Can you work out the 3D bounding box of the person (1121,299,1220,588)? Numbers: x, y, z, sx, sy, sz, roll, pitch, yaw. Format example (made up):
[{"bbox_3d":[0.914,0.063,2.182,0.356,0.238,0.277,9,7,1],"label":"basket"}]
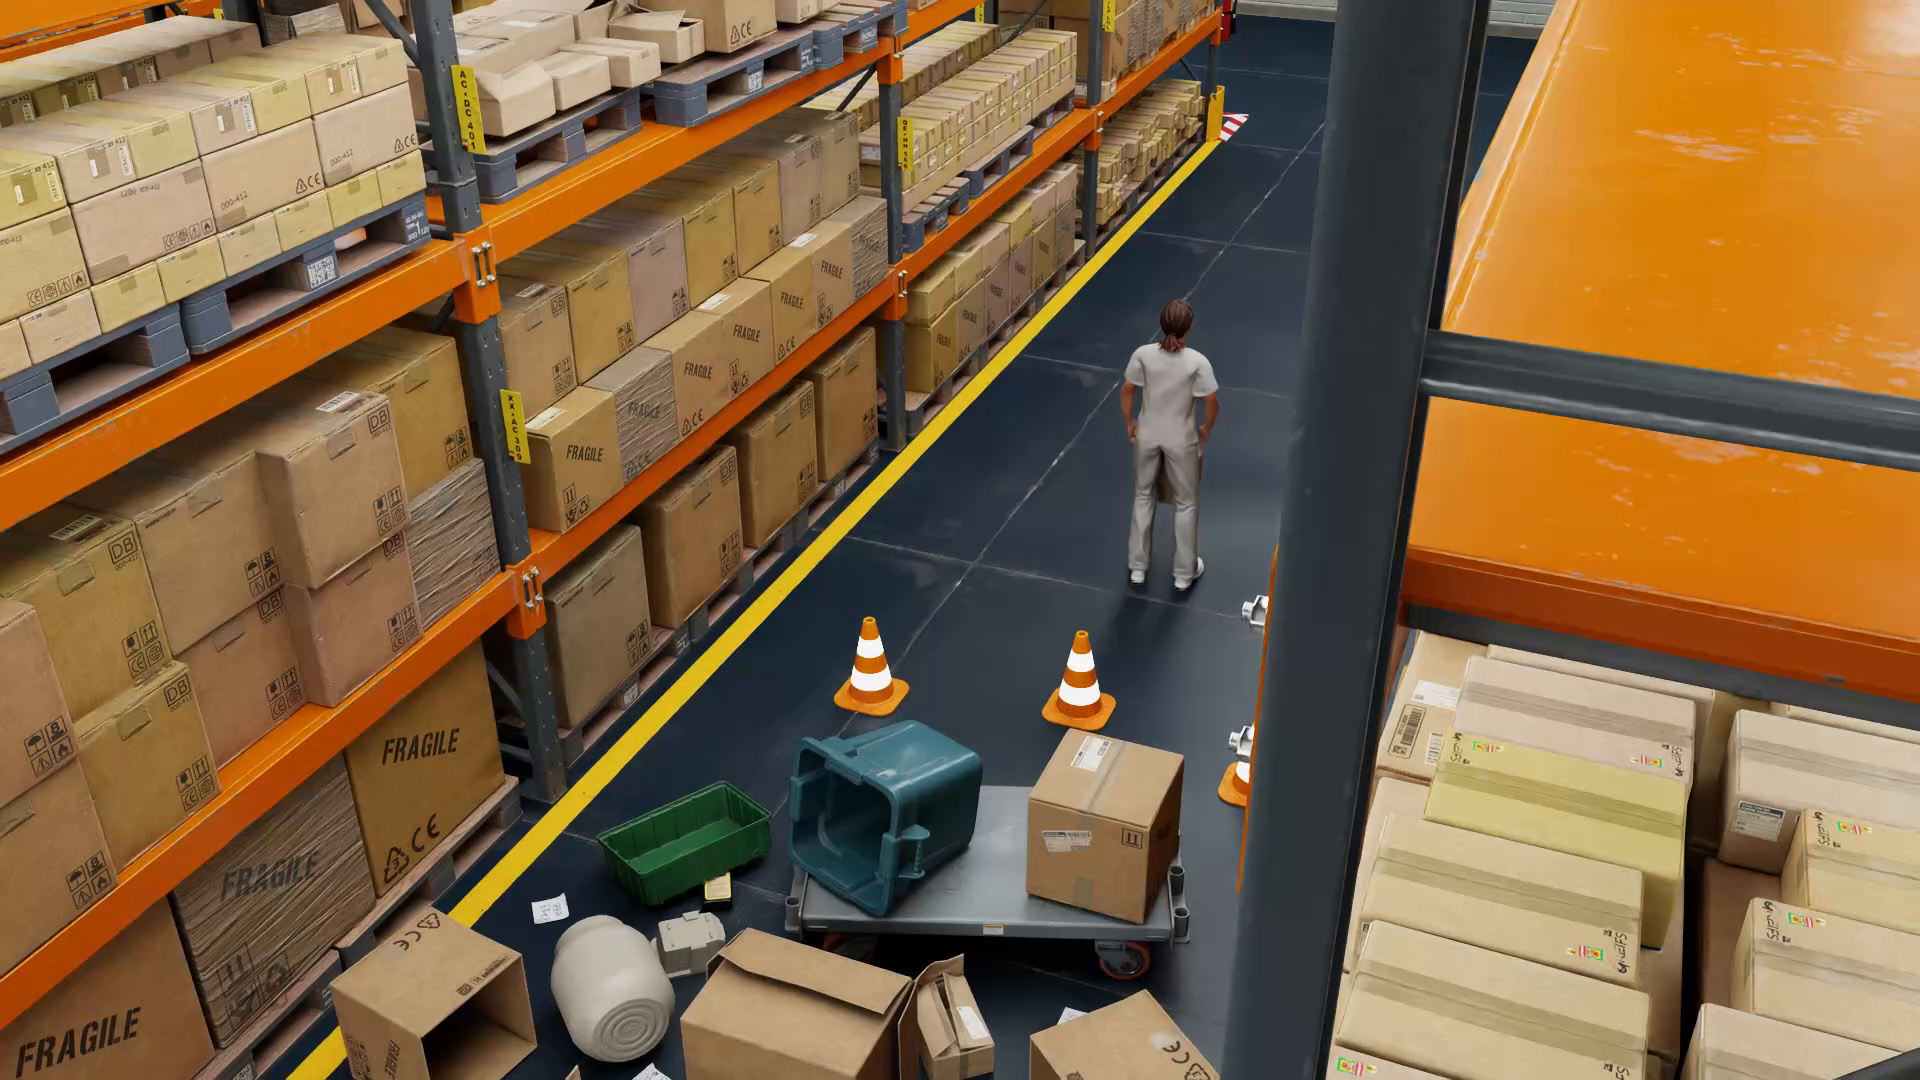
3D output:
[{"bbox_3d":[1.162,-0.547,9.366,0.557,1.653,0.400,11,32,19],"label":"person"}]
